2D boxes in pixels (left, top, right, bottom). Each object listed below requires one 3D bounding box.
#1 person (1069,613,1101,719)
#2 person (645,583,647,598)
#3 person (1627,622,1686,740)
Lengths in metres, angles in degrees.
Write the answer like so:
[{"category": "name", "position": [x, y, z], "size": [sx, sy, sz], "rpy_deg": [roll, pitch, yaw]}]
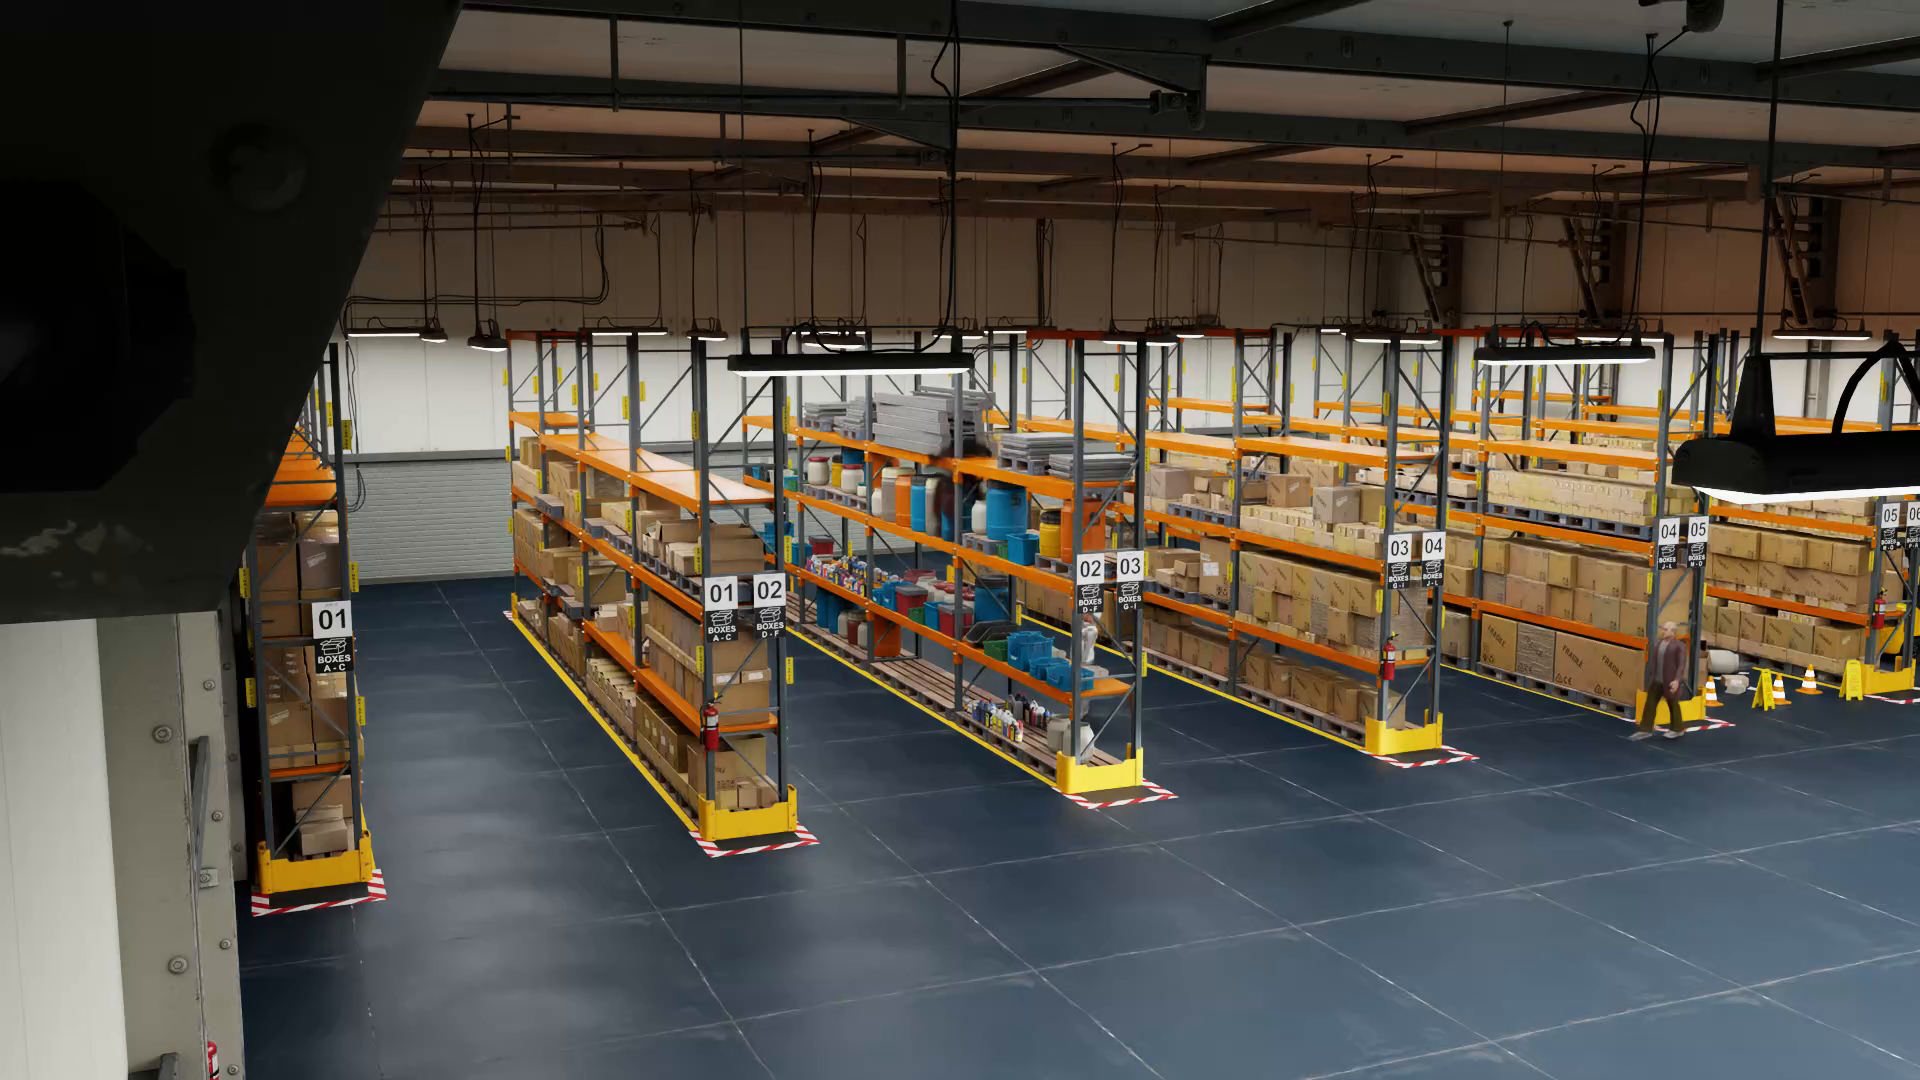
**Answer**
[{"category": "person", "position": [1.939, 1.912, 26.134], "size": [0.512, 1.747, 0.564], "rpy_deg": [2, 8, 15]}, {"category": "person", "position": [-6.969, 0.526, 36.515], "size": [0.689, 1.746, 0.994], "rpy_deg": [-3, 8, -21]}, {"category": "person", "position": [10.458, 2.116, 24.701], "size": [0.838, 1.797, 0.689], "rpy_deg": [-4, 9, -27]}]
